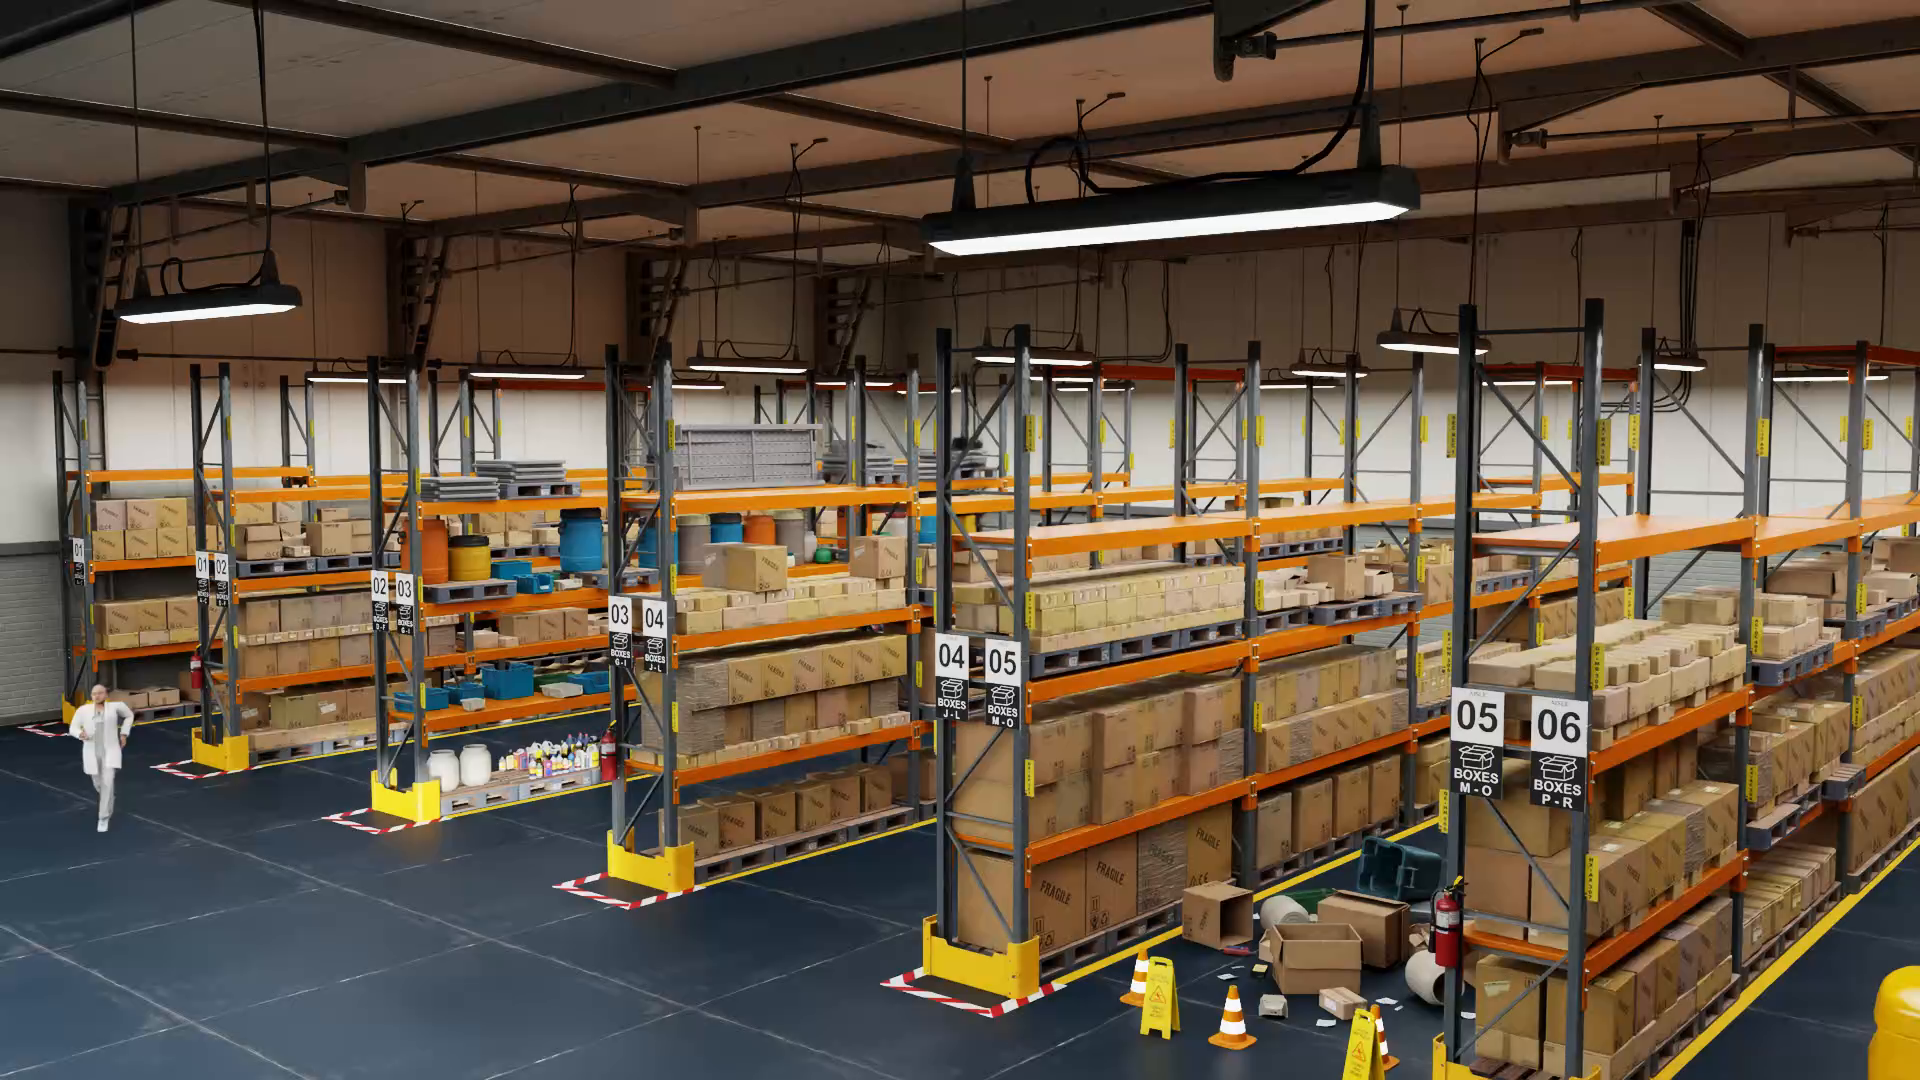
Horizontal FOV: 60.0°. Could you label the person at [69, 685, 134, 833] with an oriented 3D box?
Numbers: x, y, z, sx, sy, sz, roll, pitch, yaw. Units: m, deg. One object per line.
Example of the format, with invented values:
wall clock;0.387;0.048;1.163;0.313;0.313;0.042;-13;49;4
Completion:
person;-10.966;2.752;21.252;0.711;1.836;1.015;-1;4;-16
